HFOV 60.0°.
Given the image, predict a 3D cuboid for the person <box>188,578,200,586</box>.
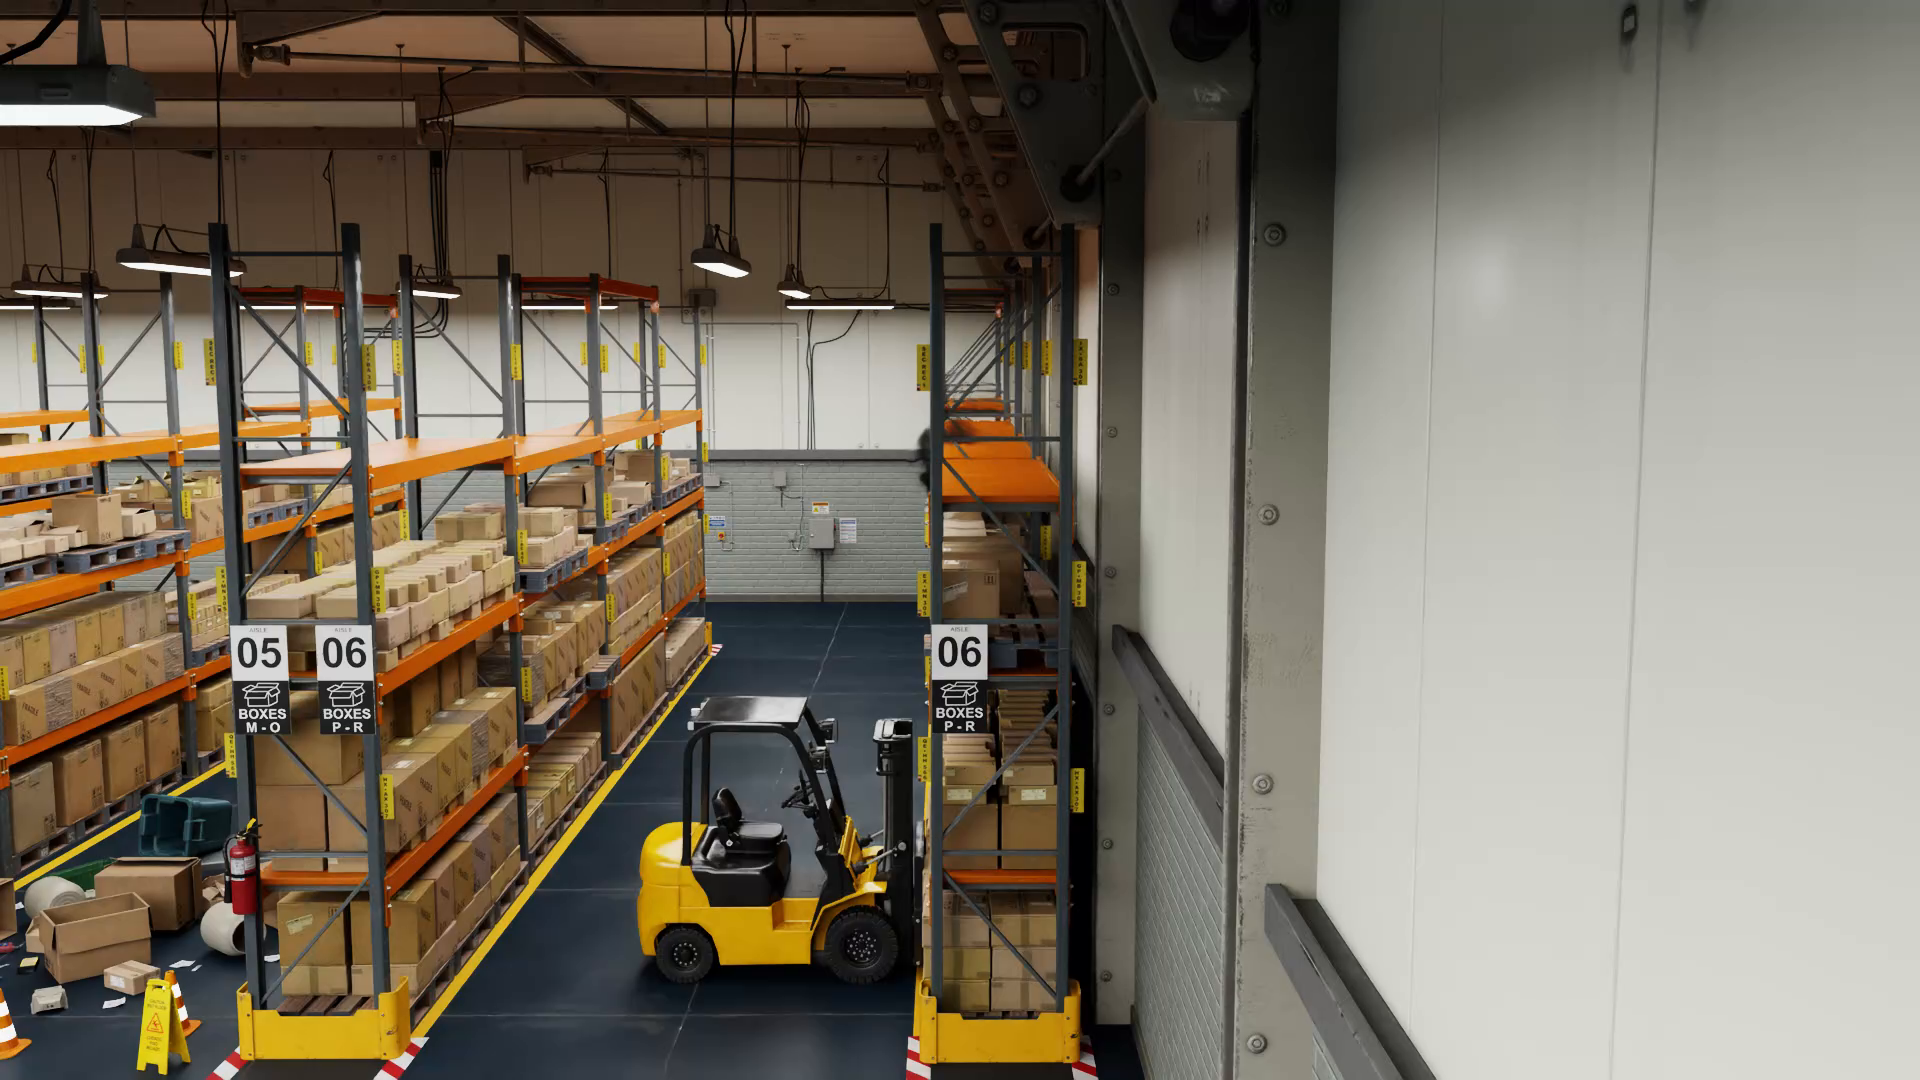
[{"bbox_3d":[-11.261,1.461,24.467,0.624,1.858,0.752,0,7,-2],"label":"person"}]
